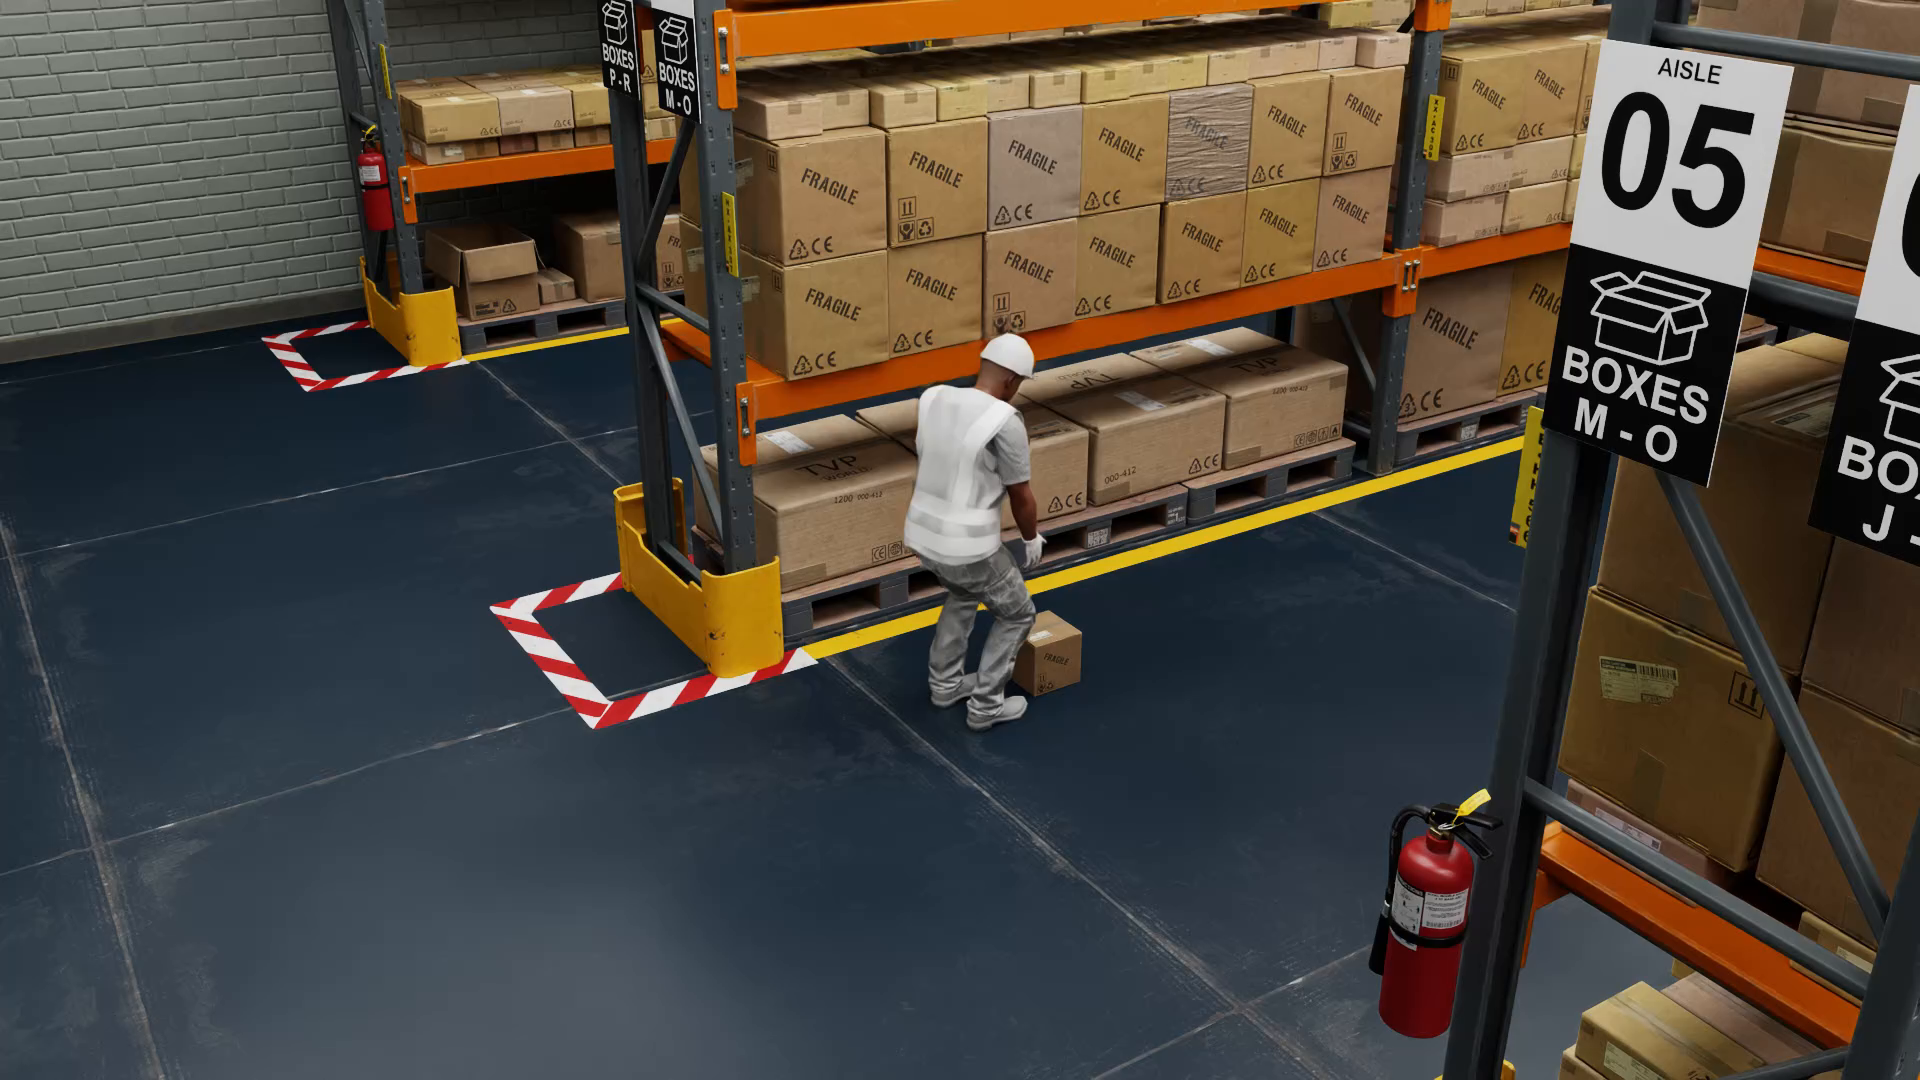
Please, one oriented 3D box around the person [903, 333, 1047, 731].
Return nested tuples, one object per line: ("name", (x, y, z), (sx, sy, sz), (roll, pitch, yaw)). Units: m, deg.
("person", (0.055, -0.033, 6.846), (0.606, 1.624, 0.598), (-19, 31, -35))
